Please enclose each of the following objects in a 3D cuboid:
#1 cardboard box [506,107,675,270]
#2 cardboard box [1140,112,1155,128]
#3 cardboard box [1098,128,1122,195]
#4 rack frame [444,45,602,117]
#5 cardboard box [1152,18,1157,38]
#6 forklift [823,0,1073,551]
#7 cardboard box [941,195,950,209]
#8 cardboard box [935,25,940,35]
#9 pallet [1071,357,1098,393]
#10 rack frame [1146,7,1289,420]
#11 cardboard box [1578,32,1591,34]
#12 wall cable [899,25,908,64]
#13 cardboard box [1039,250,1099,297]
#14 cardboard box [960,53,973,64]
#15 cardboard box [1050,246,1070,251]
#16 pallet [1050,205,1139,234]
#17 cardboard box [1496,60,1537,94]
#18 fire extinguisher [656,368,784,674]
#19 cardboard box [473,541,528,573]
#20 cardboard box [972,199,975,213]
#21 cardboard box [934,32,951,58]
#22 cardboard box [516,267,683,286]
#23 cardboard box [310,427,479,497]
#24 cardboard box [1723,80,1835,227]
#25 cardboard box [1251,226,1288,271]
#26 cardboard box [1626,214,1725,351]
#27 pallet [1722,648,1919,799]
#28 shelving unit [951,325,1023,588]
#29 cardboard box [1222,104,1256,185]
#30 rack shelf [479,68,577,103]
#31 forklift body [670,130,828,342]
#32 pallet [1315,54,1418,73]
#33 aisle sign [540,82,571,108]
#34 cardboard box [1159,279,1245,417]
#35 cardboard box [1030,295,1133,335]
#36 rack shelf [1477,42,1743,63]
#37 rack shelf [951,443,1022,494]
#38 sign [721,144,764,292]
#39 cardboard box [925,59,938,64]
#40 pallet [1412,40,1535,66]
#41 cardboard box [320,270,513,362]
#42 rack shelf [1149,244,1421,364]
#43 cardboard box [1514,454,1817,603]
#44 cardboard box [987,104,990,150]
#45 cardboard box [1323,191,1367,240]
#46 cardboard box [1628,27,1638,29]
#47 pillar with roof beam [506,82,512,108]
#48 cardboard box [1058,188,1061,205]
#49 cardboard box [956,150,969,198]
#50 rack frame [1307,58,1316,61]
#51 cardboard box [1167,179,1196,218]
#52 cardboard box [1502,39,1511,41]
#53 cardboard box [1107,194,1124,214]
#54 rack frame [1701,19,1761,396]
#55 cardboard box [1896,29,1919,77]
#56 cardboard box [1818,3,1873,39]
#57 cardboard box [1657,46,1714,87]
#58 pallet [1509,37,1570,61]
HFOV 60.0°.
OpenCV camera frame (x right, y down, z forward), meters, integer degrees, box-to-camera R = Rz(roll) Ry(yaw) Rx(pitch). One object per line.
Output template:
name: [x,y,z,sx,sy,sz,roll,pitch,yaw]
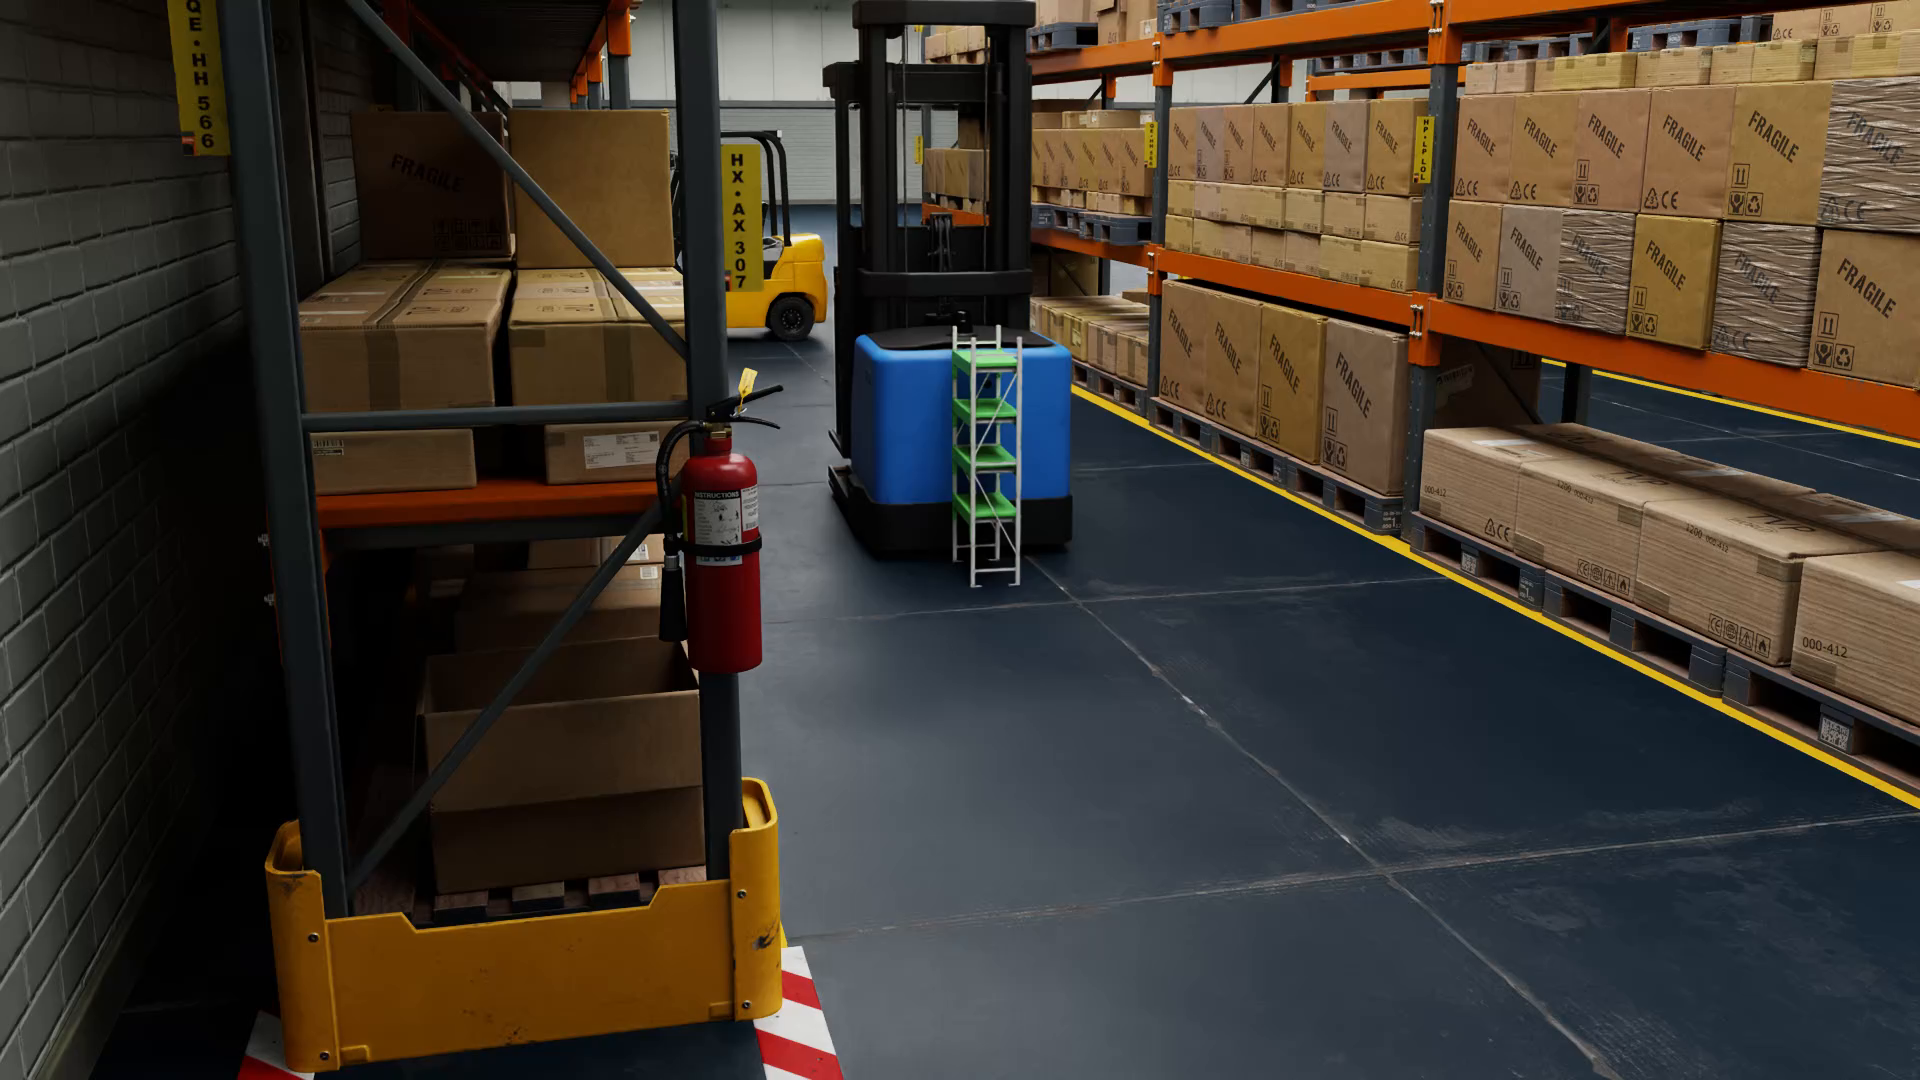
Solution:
cardboard box: [-1.219,-1.172,5.514,0.500,0.500,0.500,-3,14,-12]
cardboard box: [1.573,-3.715,14.722,0.380,0.149,0.250,-4,14,-16]
cardboard box: [1.414,-2.999,13.159,0.500,0.500,0.500,-4,14,-14]
rack frame: [-2.901,-2.116,11.269,1.000,3.000,0.127,-3,14,-13]
cardboard box: [1.645,-3.790,12.328,0.380,0.149,0.250,-3,14,-13]
forklift: [-0.188,-1.670,9.589,1.130,2.935,3.031,-2,14,-10]
cardboard box: [-0.006,-3.843,18.866,0.380,0.149,0.250,-3,14,-12]
cardboard box: [-0.071,-5.868,19.156,0.380,0.149,0.250,-3,14,-14]
pallet: [1.458,-1.500,14.624,1.003,0.211,1.213,-3,14,-13]
rack frame: [1.923,-2.394,12.405,1.000,3.000,0.127,-3,14,-13]
cardboard box: [6.275,-4.980,15.891,0.500,0.250,0.500,-3,14,-14]
wall cable: [-2.713,-16.517,50.406,2.305,6.003,0.169,-3,14,-13]
cardboard box: [1.107,-2.700,16.988,0.500,0.500,0.500,-3,14,-11]
cardboard box: [0.215,-5.123,17.786,0.380,0.149,0.250,-4,14,-15]
cardboard box: [1.136,-3.048,17.043,0.380,0.149,0.250,-3,14,-12]
pallet: [1.418,-2.755,14.287,1.003,0.211,1.213,-3,14,-13]
cardboard box: [2.760,-2.175,7.825,0.380,0.149,0.250,-3,14,-12]
fire extinguisher: [-0.538,-0.044,3.735,0.296,0.674,0.183,-3,14,-13]
cardboard box: [-1.480,0.154,6.357,0.700,0.500,0.500,-4,14,-15]
cardboard box: [0.339,-3.547,17.652,0.380,0.149,0.250,-4,14,-14]
cardboard box: [0.012,-5.520,18.572,0.500,0.250,0.500,-3,14,-14]
cardboard box: [-1.108,-0.695,5.141,0.500,0.250,0.500,-4,14,-14]
cardboard box: [-1.361,-0.210,3.996,0.380,0.149,0.250,-3,14,-14]
cardboard box: [3.193,-1.414,6.076,0.500,0.500,0.500,-3,14,-13]
cardboard box: [2.168,-1.841,10.460,0.500,0.250,0.500,-3,14,-13]
cardboard box: [3.064,-1.046,6.679,0.500,0.500,0.500,-3,14,-12]
pallet: [3.538,0.626,5.919,1.003,0.211,1.213,-3,14,-13]
shelving unit: [0.126,-0.415,8.098,0.258,1.200,0.503,-2,14,-10]
cardboard box: [2.034,-2.567,10.794,0.500,0.500,0.500,-3,14,-12]
rack shelf: [-4.310,-4.608,16.664,1.077,0.370,4.000,-3,14,-13]
forklift body: [-2.561,-3.214,17.549,2.313,2.155,1.214,-3,14,-13]
pallet: [5.016,-5.782,20.140,1.003,0.211,1.213,-3,14,-13]
aisle sign: [-4.510,-5.256,18.643,0.394,0.787,0.004,-3,14,-13]
cardboard box: [2.004,-1.402,11.936,0.875,0.875,0.875,-3,14,-14]
cardboard box: [1.109,-2.123,15.949,0.950,0.372,0.625,-3,14,-12]
rack shelf: [6.241,-4.262,15.247,1.077,0.370,4.000,-3,14,-13]
rack shelf: [0.126,-0.353,8.114,0.258,0.148,0.480,-2,14,-10]
sign: [-0.495,-0.721,3.736,0.100,0.325,0.005,-3,14,-13]
cardboard box: [-0.194,-5.480,19.245,0.380,0.149,0.250,-3,14,-13]
pallet: [5.589,-5.219,17.836,1.003,0.211,1.213,-3,14,-13]
cardboard box: [-1.620,-0.667,5.027,0.500,0.250,0.500,-3,14,-11]
rack shelf: [2.393,-1.583,10.602,1.077,0.370,4.000,-3,14,-13]
cardboard box: [3.116,-0.073,7.419,0.875,0.438,0.875,-4,14,-15]
cardboard box: [0.690,-4.460,17.920,0.700,0.500,0.500,-3,14,-14]
cardboard box: [2.398,-1.844,9.417,0.500,0.250,0.500,-3,14,-12]
cardboard box: [6.005,-4.817,15.189,0.396,0.266,0.258,-3,14,-13]
pillar with roof beam: [-8.353,-13.826,46.558,9.100,9.000,0.400,-3,14,-13]
cardboard box: [1.073,-3.015,14.593,0.380,0.149,0.250,-3,14,-13]
cardboard box: [0.259,-3.954,17.953,0.500,0.500,0.500,-4,14,-14]
rack frame: [4.832,-7.453,20.471,1.000,3.000,0.127,-3,14,-13]
cardboard box: [1.802,-2.433,11.828,0.500,0.250,0.500,-3,14,-14]
cardboard box: [5.954,-5.366,17.684,0.380,0.149,0.250,-3,14,-13]
cardboard box: [1.381,-2.652,13.105,0.380,0.149,0.250,-3,14,-14]
rack frame: [6.711,-2.693,13.629,1.000,3.000,0.127,-3,14,-13]
cardboard box: [3.298,-1.581,5.395,0.380,0.149,0.250,-3,14,-14]
cardboard box: [6.711,-3.937,12.191,0.500,0.500,0.500,-3,14,-13]
cardboard box: [3.024,-1.881,6.620,0.380,0.149,0.250,-3,14,-13]
pallet: [6.035,-4.771,16.219,0.805,0.209,1.217,-4,14,-15]
